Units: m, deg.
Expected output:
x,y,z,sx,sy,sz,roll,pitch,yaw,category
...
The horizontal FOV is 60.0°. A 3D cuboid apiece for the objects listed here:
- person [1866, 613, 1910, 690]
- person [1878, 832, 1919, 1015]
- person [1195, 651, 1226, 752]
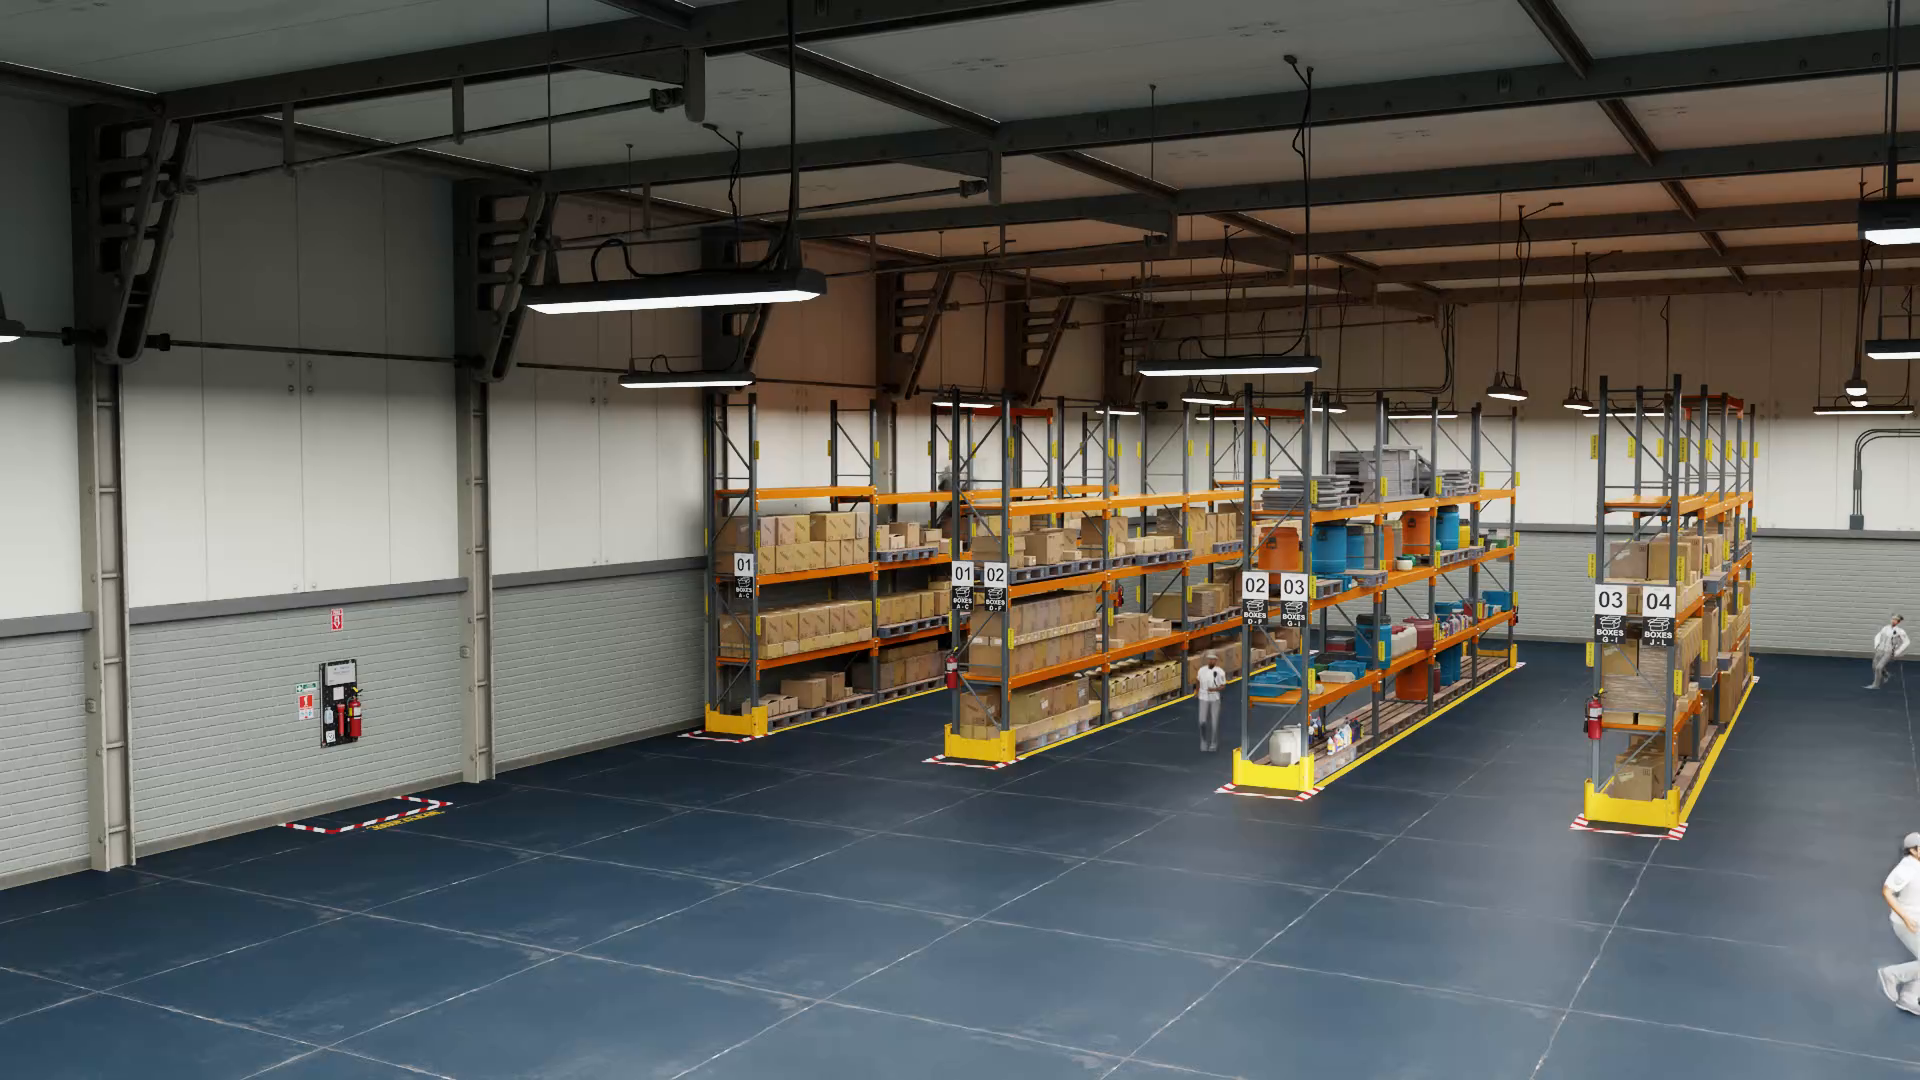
x,y,z,sx,sy,sz,roll,pitch,yaw,category
19.299,2.321,34.571,0.662,1.612,0.686,-1,3,-22,person
8.490,3.400,14.724,0.607,1.624,0.547,-3,4,-39,person
4.129,2.676,27.526,0.546,1.685,0.666,1,3,17,person
